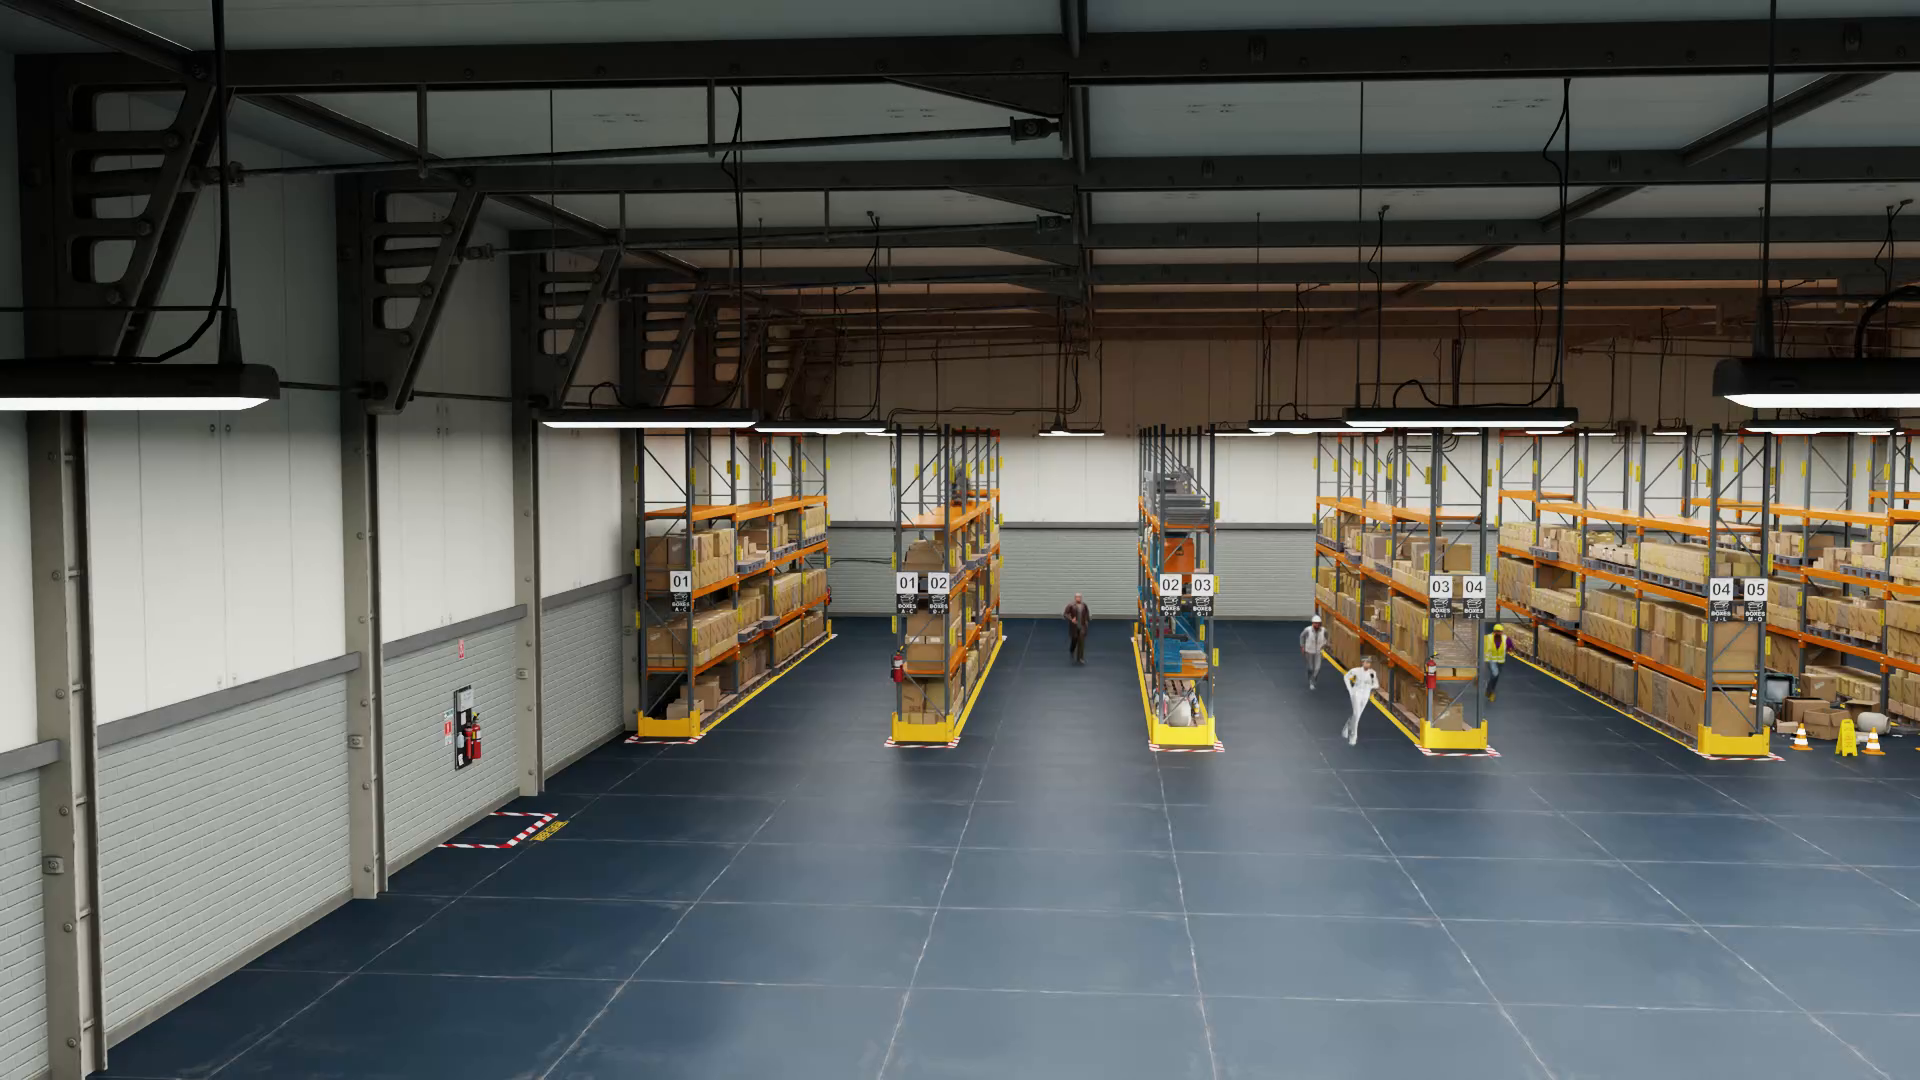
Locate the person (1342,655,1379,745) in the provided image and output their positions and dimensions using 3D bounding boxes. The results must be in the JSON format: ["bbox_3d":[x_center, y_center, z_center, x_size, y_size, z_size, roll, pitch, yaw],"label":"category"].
[{"bbox_3d":[7.561,3.012,31.470,0.638,1.732,0.710,-1,4,-14],"label":"person"}]

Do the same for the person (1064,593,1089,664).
[{"bbox_3d":[3.005,2.244,42.692,0.713,1.776,0.954,-1,4,-9],"label":"person"}]

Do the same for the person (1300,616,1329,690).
[{"bbox_3d":[8.129,2.570,38.168,0.649,1.711,0.796,0,3,-2],"label":"person"}]

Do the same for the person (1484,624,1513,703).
[{"bbox_3d":[11.604,2.661,36.090,0.683,1.710,0.915,0,3,-5],"label":"person"}]
